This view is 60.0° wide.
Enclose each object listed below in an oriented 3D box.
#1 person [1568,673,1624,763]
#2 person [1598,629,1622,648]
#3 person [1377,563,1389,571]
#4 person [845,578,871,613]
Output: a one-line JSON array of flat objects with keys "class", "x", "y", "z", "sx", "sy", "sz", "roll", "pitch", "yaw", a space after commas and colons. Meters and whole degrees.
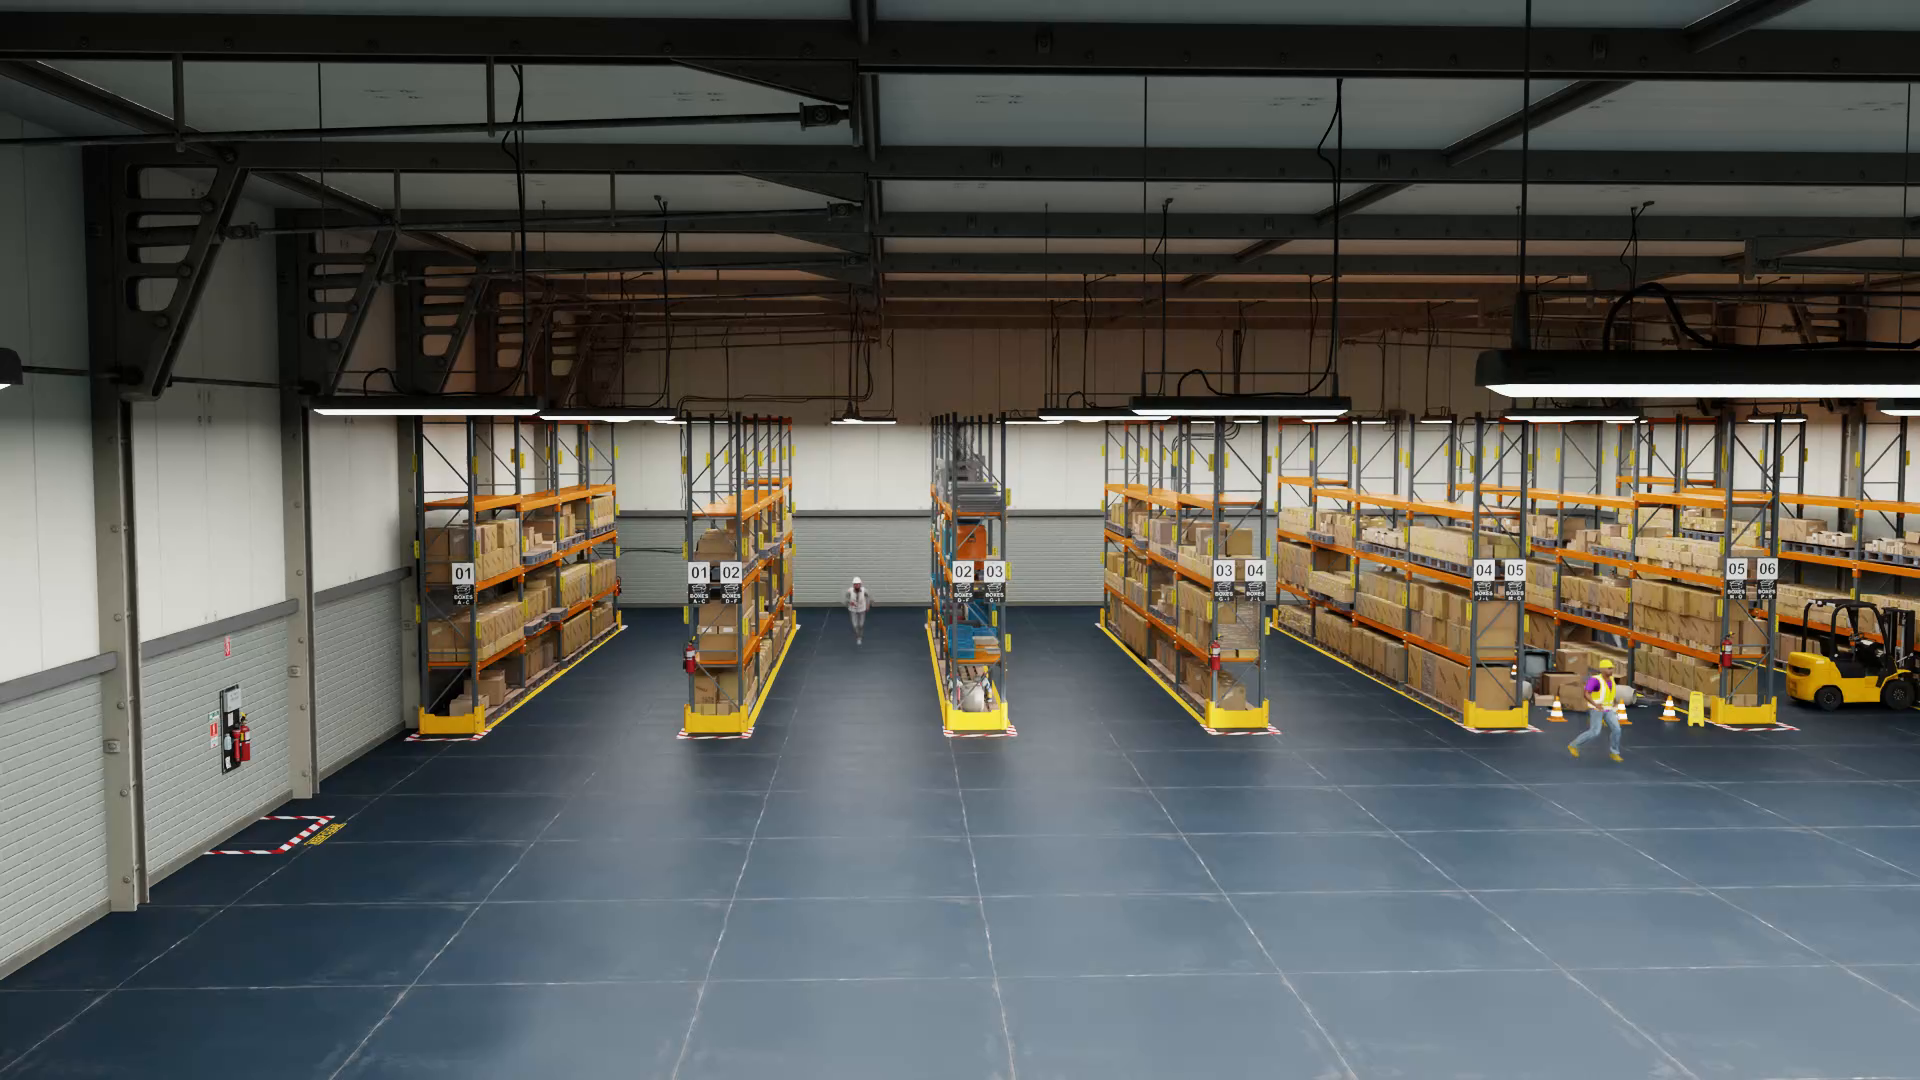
[{"class": "person", "x": 10.969, "y": 3.052, "z": 28.533, "sx": 0.889, "sy": 1.521, "sz": 0.744, "roll": -3, "pitch": 5, "yaw": -34}, {"class": "person", "x": 16.235, "y": 2.010, "z": 41.592, "sx": 0.650, "sy": 1.744, "sz": 0.959, "roll": -1, "pitch": 4, "yaw": -8}, {"class": "person", "x": 12.849, "y": 1.437, "z": 49.762, "sx": 1.028, "sy": 1.569, "sz": 0.540, "roll": -1, "pitch": 4, "yaw": -15}, {"class": "person", "x": -2.552, "y": 1.370, "z": 41.499, "sx": 0.649, "sy": 0.882, "sz": 0.625, "roll": 0, "pitch": 4, "yaw": -1}]
